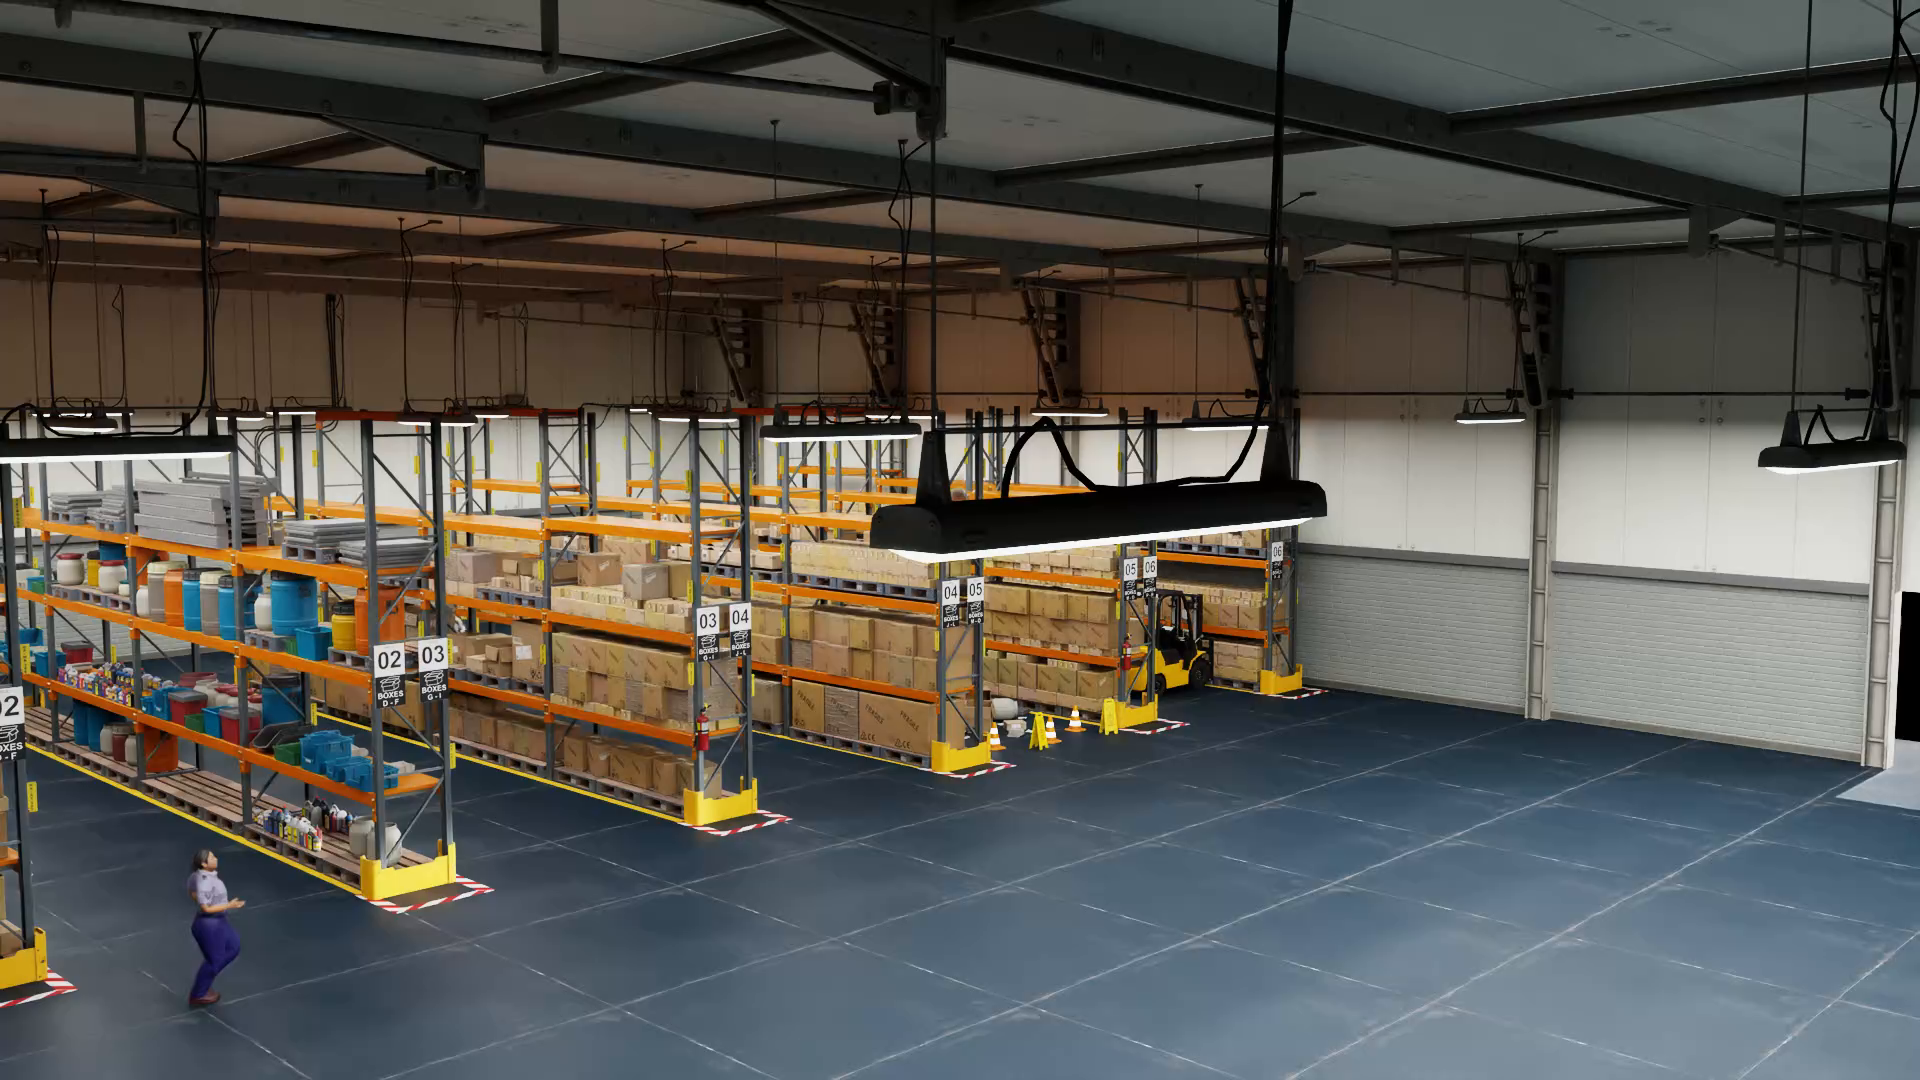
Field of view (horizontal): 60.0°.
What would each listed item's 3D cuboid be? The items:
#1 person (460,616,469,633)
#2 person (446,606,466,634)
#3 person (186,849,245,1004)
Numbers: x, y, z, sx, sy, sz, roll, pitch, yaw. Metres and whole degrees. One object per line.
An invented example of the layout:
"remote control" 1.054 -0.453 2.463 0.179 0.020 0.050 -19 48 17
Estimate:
"person" -12.039 1.899 40.316 0.749 1.722 0.606 4 6 37
"person" -11.189 2.265 36.572 0.637 1.691 0.712 -4 6 -35
"person" -7.724 4.003 17.269 0.576 1.596 0.591 -2 5 -22
